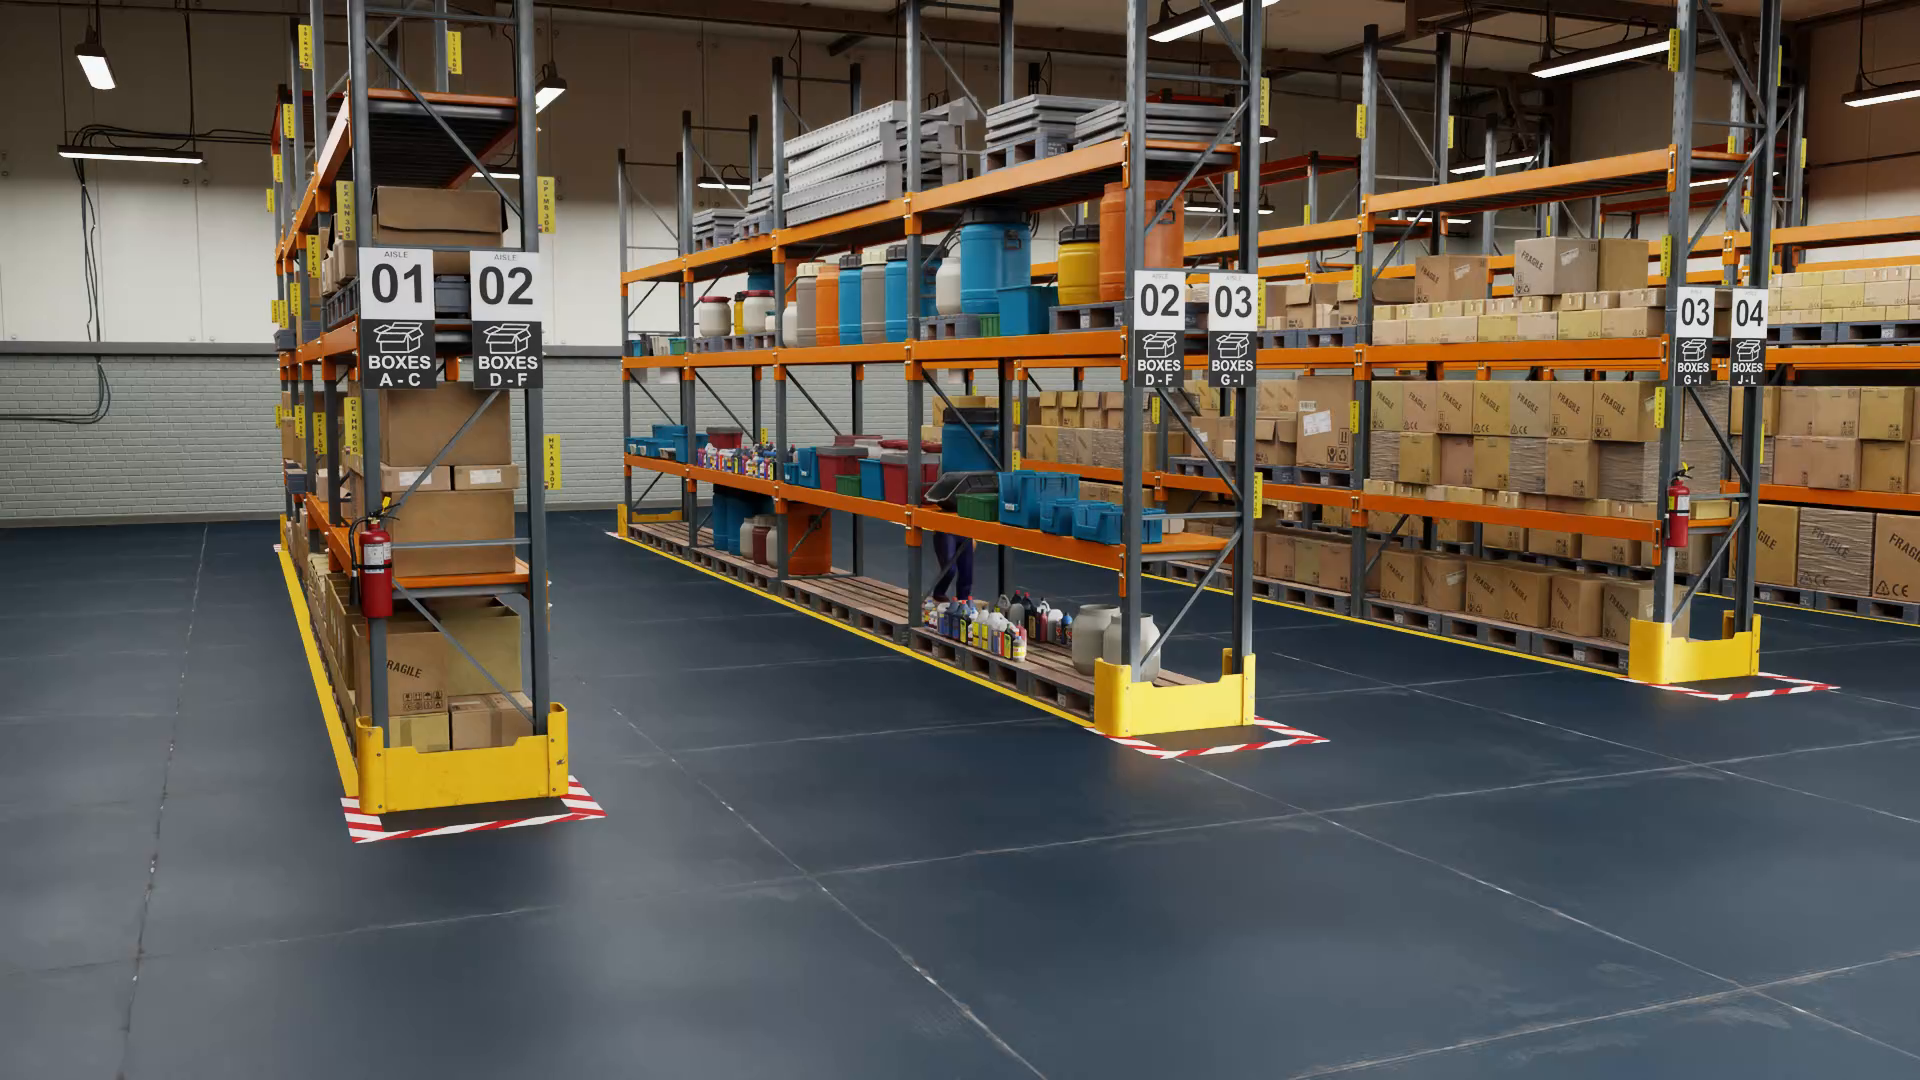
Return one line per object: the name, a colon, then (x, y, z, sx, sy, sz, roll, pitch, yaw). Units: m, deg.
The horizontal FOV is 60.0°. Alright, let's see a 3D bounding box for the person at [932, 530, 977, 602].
person: (-0.029, 0.017, 16.973, 0.473, 1.638, 0.498, -2, 6, -22)
